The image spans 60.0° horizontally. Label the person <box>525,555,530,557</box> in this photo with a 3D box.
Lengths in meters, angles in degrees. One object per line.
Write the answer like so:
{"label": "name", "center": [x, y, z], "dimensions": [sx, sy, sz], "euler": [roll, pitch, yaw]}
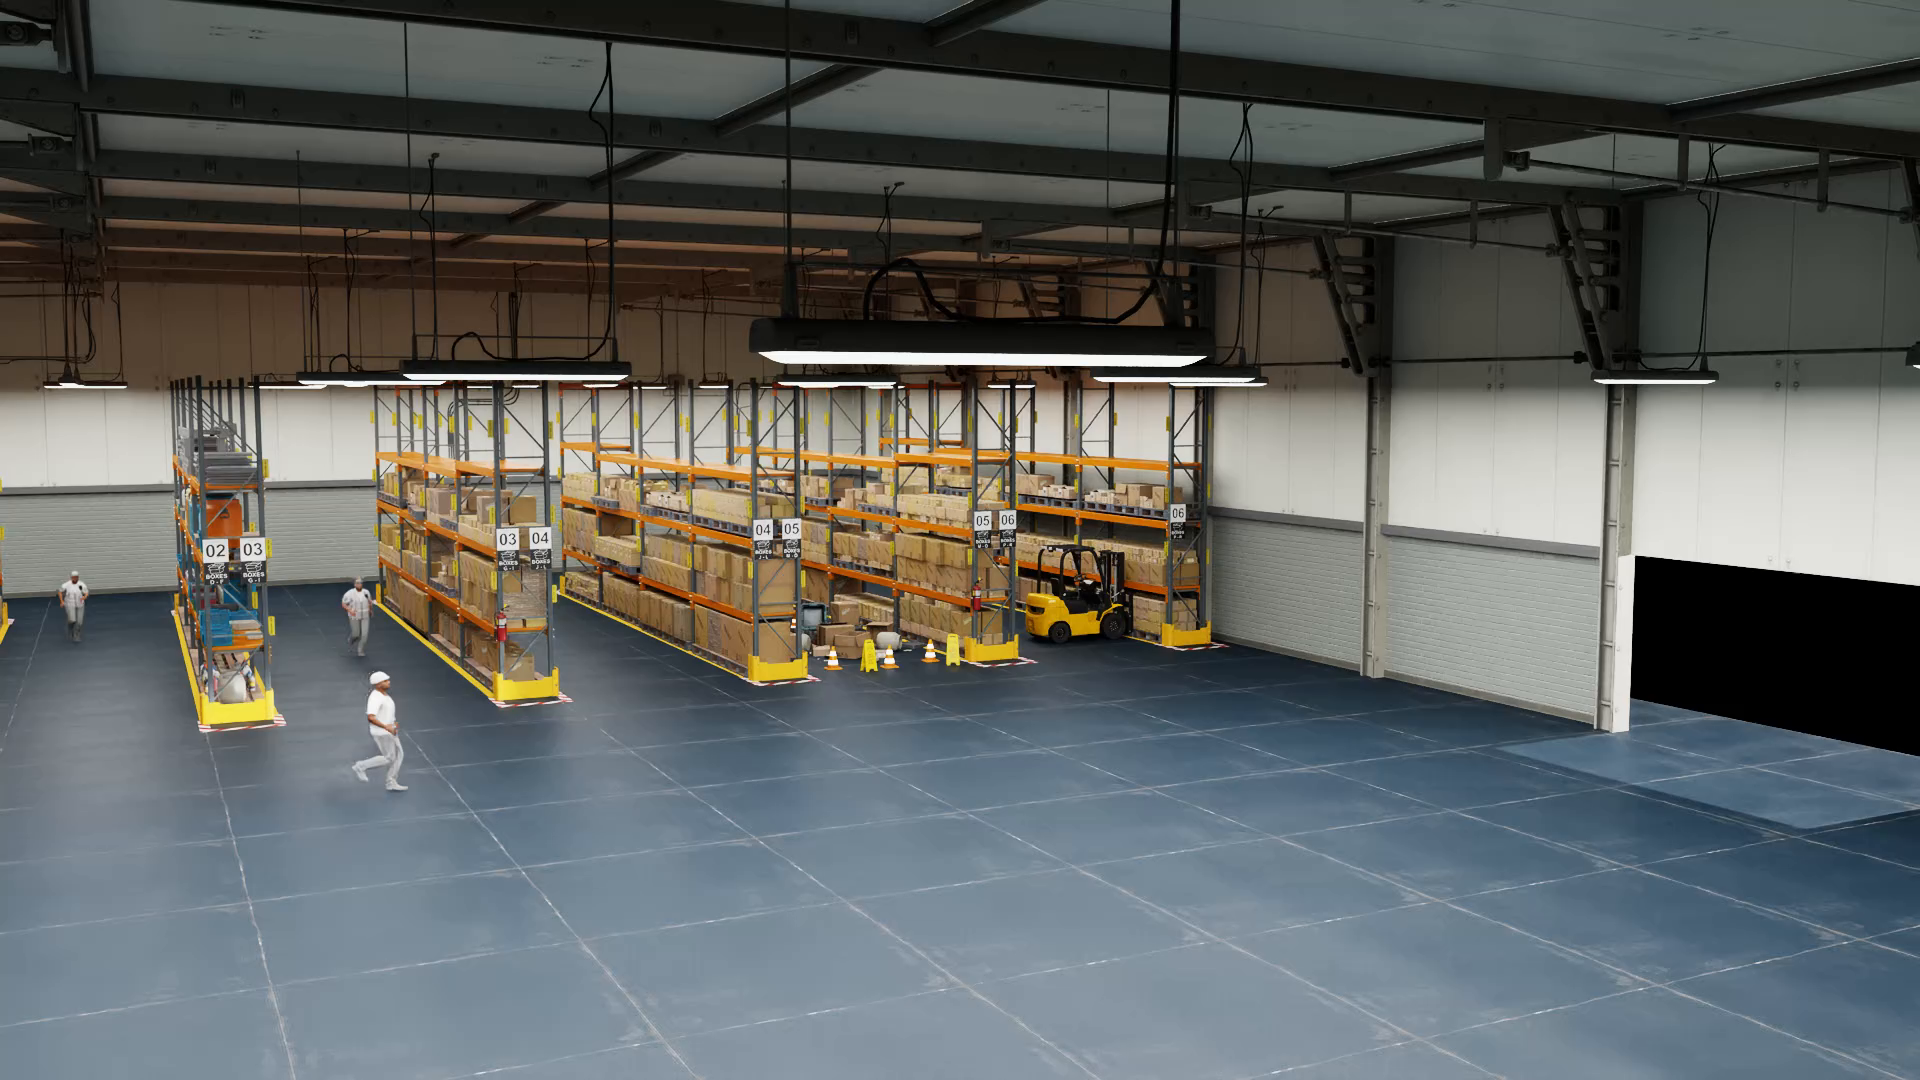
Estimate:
{"label": "person", "center": [-11.616, 0.885, 44.996], "dimensions": [0.664, 1.685, 0.697], "euler": [-2, 6, -23]}

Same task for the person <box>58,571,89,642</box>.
{"label": "person", "center": [-20.211, 1.523, 37.975], "dimensions": [0.576, 1.631, 0.721], "euler": [-4, 6, -38]}

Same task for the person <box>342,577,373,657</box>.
{"label": "person", "center": [-13.041, 1.649, 36.056], "dimensions": [0.649, 1.737, 0.595], "euler": [-4, 7, -39]}

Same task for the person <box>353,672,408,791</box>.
{"label": "person", "center": [-8.324, 2.752, 23.863], "dimensions": [0.739, 1.738, 0.707], "euler": [-1, 5, -8]}
